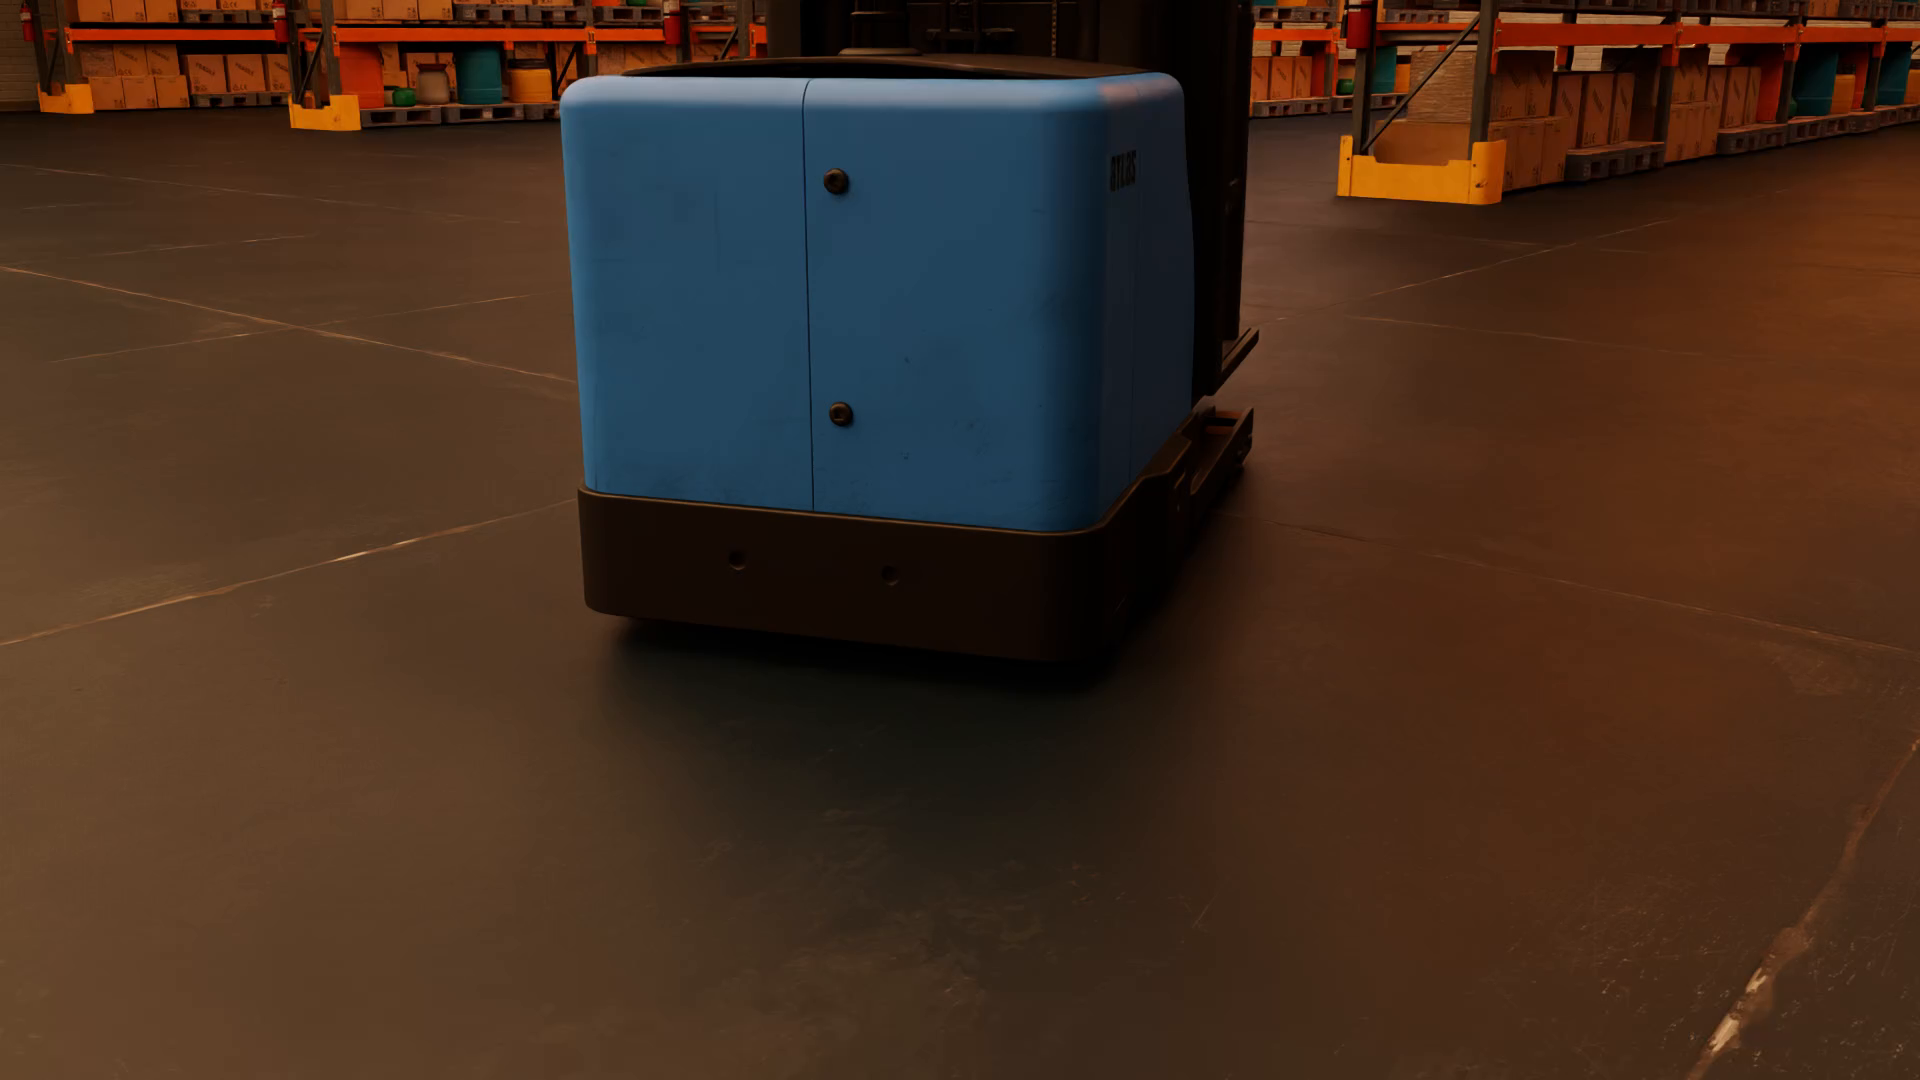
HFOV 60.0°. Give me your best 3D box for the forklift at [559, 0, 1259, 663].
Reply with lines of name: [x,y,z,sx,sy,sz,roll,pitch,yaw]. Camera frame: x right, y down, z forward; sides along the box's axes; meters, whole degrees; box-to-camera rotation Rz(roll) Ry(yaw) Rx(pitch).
forklift: [0.182,-1.571,4.072,1.130,2.935,3.031,5,18,17]
